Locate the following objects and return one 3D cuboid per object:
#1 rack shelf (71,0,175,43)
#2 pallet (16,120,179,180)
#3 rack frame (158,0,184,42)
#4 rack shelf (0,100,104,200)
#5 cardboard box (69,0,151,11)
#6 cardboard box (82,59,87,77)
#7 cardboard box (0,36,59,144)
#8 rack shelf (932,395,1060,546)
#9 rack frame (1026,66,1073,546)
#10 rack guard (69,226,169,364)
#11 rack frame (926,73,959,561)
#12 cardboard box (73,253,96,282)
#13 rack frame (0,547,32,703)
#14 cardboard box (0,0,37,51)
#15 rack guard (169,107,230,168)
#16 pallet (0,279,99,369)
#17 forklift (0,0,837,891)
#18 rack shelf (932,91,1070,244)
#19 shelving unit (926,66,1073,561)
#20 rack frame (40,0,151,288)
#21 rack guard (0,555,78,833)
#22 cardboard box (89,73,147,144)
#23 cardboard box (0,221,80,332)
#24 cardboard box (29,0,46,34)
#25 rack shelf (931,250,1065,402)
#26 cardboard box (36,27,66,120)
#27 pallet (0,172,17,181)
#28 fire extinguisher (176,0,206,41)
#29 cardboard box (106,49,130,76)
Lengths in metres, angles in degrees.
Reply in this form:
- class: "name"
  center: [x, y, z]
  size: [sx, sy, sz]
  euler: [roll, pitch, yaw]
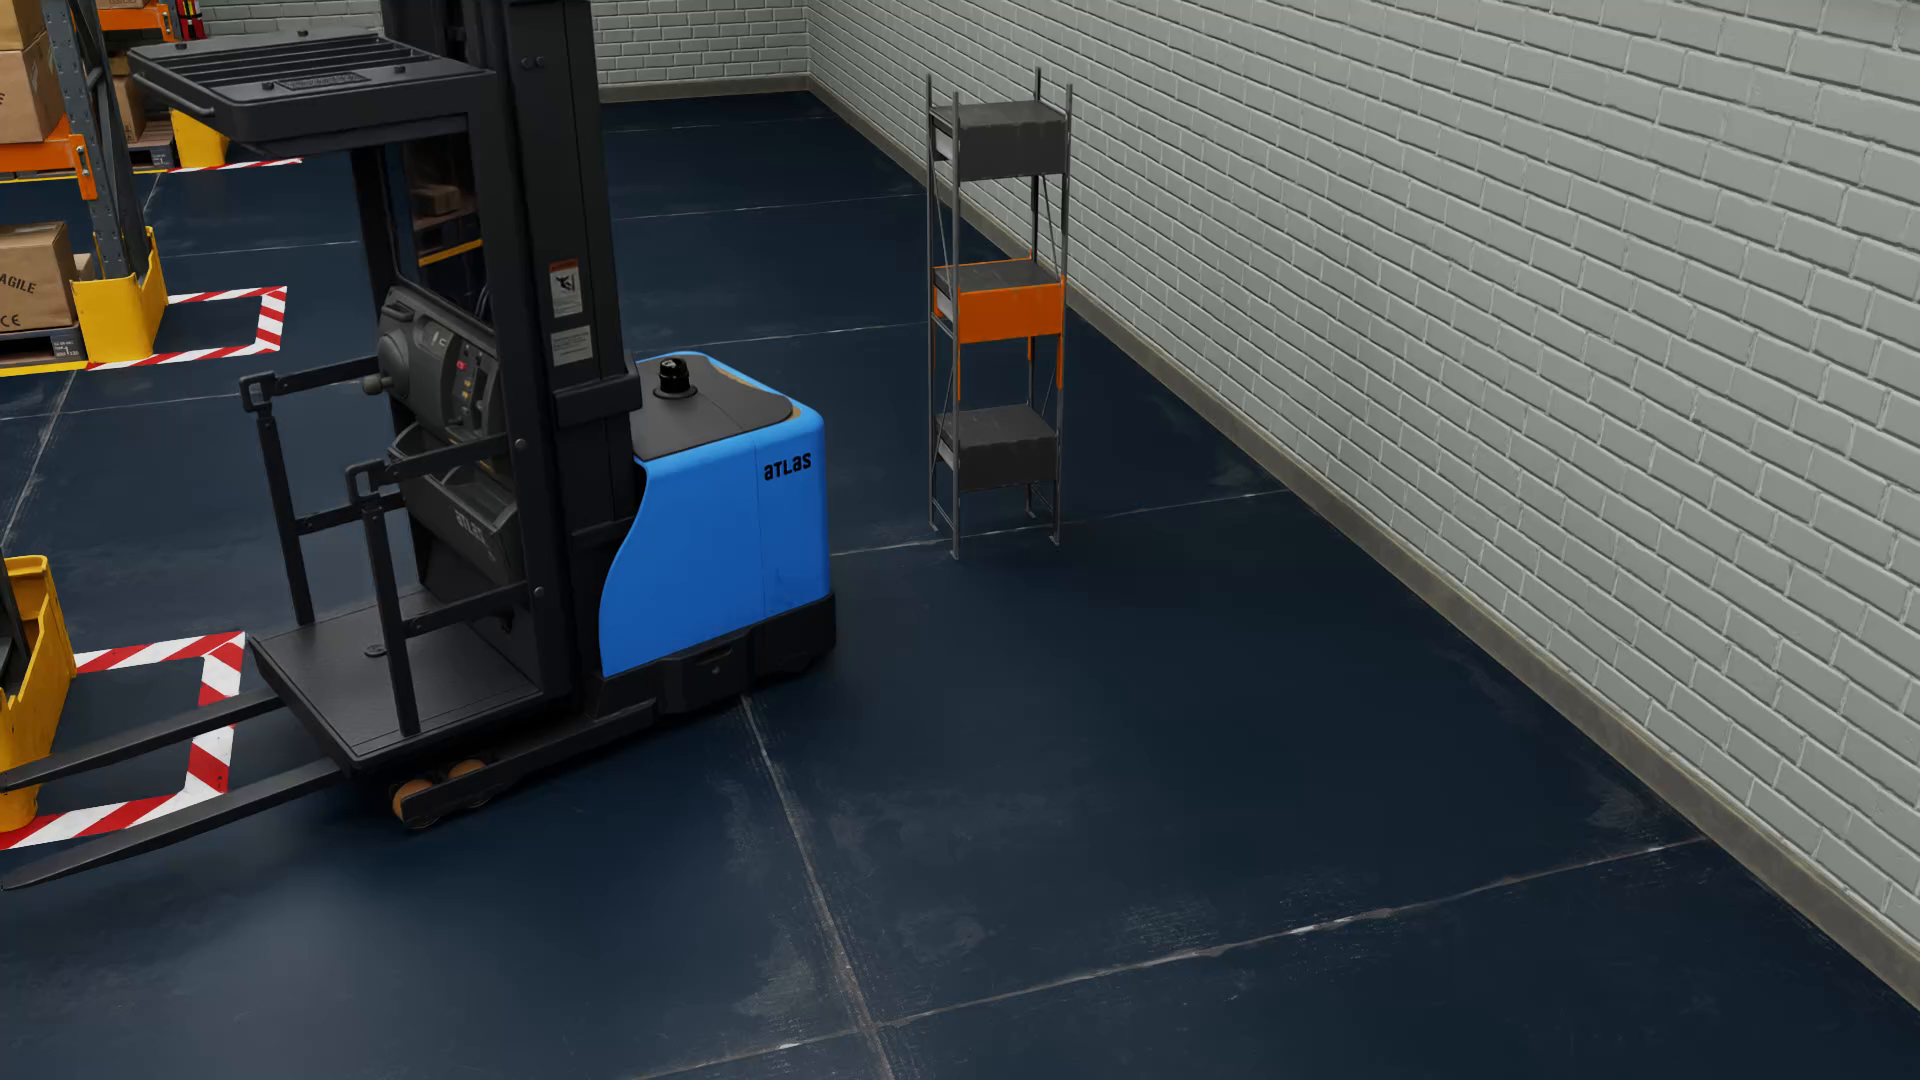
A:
- class: "rack shelf"
  center: [-8.542, -4.156, 13.558]
  size: [4.000, 0.370, 1.077]
  euler: [-8, 28, -16]
- class: "pallet"
  center: [-7.376, -3.362, 14.284]
  size: [1.213, 0.211, 1.003]
  euler: [-8, 28, -16]
- class: "rack frame"
  center: [-6.640, -4.754, 13.952]
  size: [0.127, 3.000, 1.000]
  euler: [-8, 28, -16]
- class: "rack shelf"
  center: [-7.004, -2.062, 9.340]
  size: [4.000, 0.370, 1.077]
  euler: [-8, 28, -16]
- class: "cardboard box"
  center: [-7.122, -4.814, 13.736]
  size: [0.700, 0.700, 0.980]
  euler: [-7, 27, -14]
- class: "cardboard box"
  center: [-7.340, -3.879, 13.800]
  size: [0.250, 0.149, 0.380]
  euler: [-9, 28, -17]
- class: "cardboard box"
  center: [-5.444, -2.528, 9.356]
  size: [0.500, 0.500, 0.500]
  euler: [-7, 27, -15]
- class: "rack shelf"
  center: [0.157, -0.324, 7.646]
  size: [0.480, 0.518, 0.431]
  euler: [-8, 28, -16]
- class: "rack frame"
  center: [0.389, -0.997, 7.397]
  size: [0.015, 2.100, 0.400]
  euler: [-8, 28, -16]
- class: "rack guard"
  center: [-5.175, -1.530, 10.269]
  size: [0.348, 0.500, 1.175]
  euler: [-8, 28, -16]
- class: "rack frame"
  center: [-0.075, -0.930, 7.261]
  size: [0.015, 2.100, 0.400]
  euler: [-8, 28, -16]
- class: "cardboard box"
  center: [-5.607, -1.668, 10.447]
  size: [0.250, 0.149, 0.380]
  euler: [-8, 28, -16]
- class: "rack frame"
  center: [-3.572, -0.565, 5.515]
  size: [0.127, 3.000, 1.000]
  euler: [-8, 28, -16]
- class: "cardboard box"
  center: [-5.441, -2.975, 9.132]
  size: [0.500, 0.500, 0.500]
  euler: [-8, 28, -17]
- class: "rack guard"
  center: [-6.617, -3.638, 14.515]
  size: [0.348, 0.500, 1.175]
  euler: [-8, 28, -16]
- class: "pallet"
  center: [-5.933, -1.290, 10.112]
  size: [1.213, 0.211, 1.003]
  euler: [-8, 28, -16]
- class: "forklift"
  center: [-1.964, -0.581, 5.625]
  size: [3.031, 2.935, 1.130]
  euler: [-20, 33, -34]
- class: "rack shelf"
  center: [0.157, -1.578, 7.024]
  size: [0.480, 0.518, 0.431]
  euler: [-8, 28, -16]
- class: "shelving unit"
  center: [0.157, -0.963, 7.329]
  size: [0.503, 2.100, 0.431]
  euler: [-8, 28, -16]
- class: "rack frame"
  center: [-5.103, -2.660, 9.734]
  size: [0.127, 3.000, 1.000]
  euler: [-8, 28, -16]
- class: "rack guard"
  center: [-3.553, 0.546, 6.088]
  size: [0.348, 0.500, 1.175]
  euler: [-8, 28, -16]
- class: "cardboard box"
  center: [-7.275, -3.684, 14.135]
  size: [0.500, 0.500, 0.700]
  euler: [-8, 28, -16]
- class: "cardboard box"
  center: [-5.543, -1.558, 9.832]
  size: [0.500, 0.500, 0.500]
  euler: [-8, 28, -16]
- class: "cardboard box"
  center: [-5.606, -3.203, 9.591]
  size: [0.500, 0.500, 0.500]
  euler: [-7, 27, -15]
- class: "rack shelf"
  center: [0.157, -0.951, 7.335]
  size: [0.480, 0.518, 0.431]
  euler: [-8, 28, -16]
- class: "cardboard box"
  center: [-5.606, -2.755, 9.814]
  size: [0.500, 0.500, 0.500]
  euler: [-8, 27, -15]
- class: "pallet"
  center: [-8.534, -3.195, 13.949]
  size: [1.213, 0.211, 1.003]
  euler: [-8, 28, -16]
- class: "fire extinguisher"
  center: [-6.354, -4.378, 13.701]
  size: [0.183, 0.674, 0.296]
  euler: [-8, 28, -16]
- class: "cardboard box"
  center: [-7.218, -4.076, 14.196]
  size: [0.250, 0.149, 0.380]
  euler: [-8, 28, -16]
